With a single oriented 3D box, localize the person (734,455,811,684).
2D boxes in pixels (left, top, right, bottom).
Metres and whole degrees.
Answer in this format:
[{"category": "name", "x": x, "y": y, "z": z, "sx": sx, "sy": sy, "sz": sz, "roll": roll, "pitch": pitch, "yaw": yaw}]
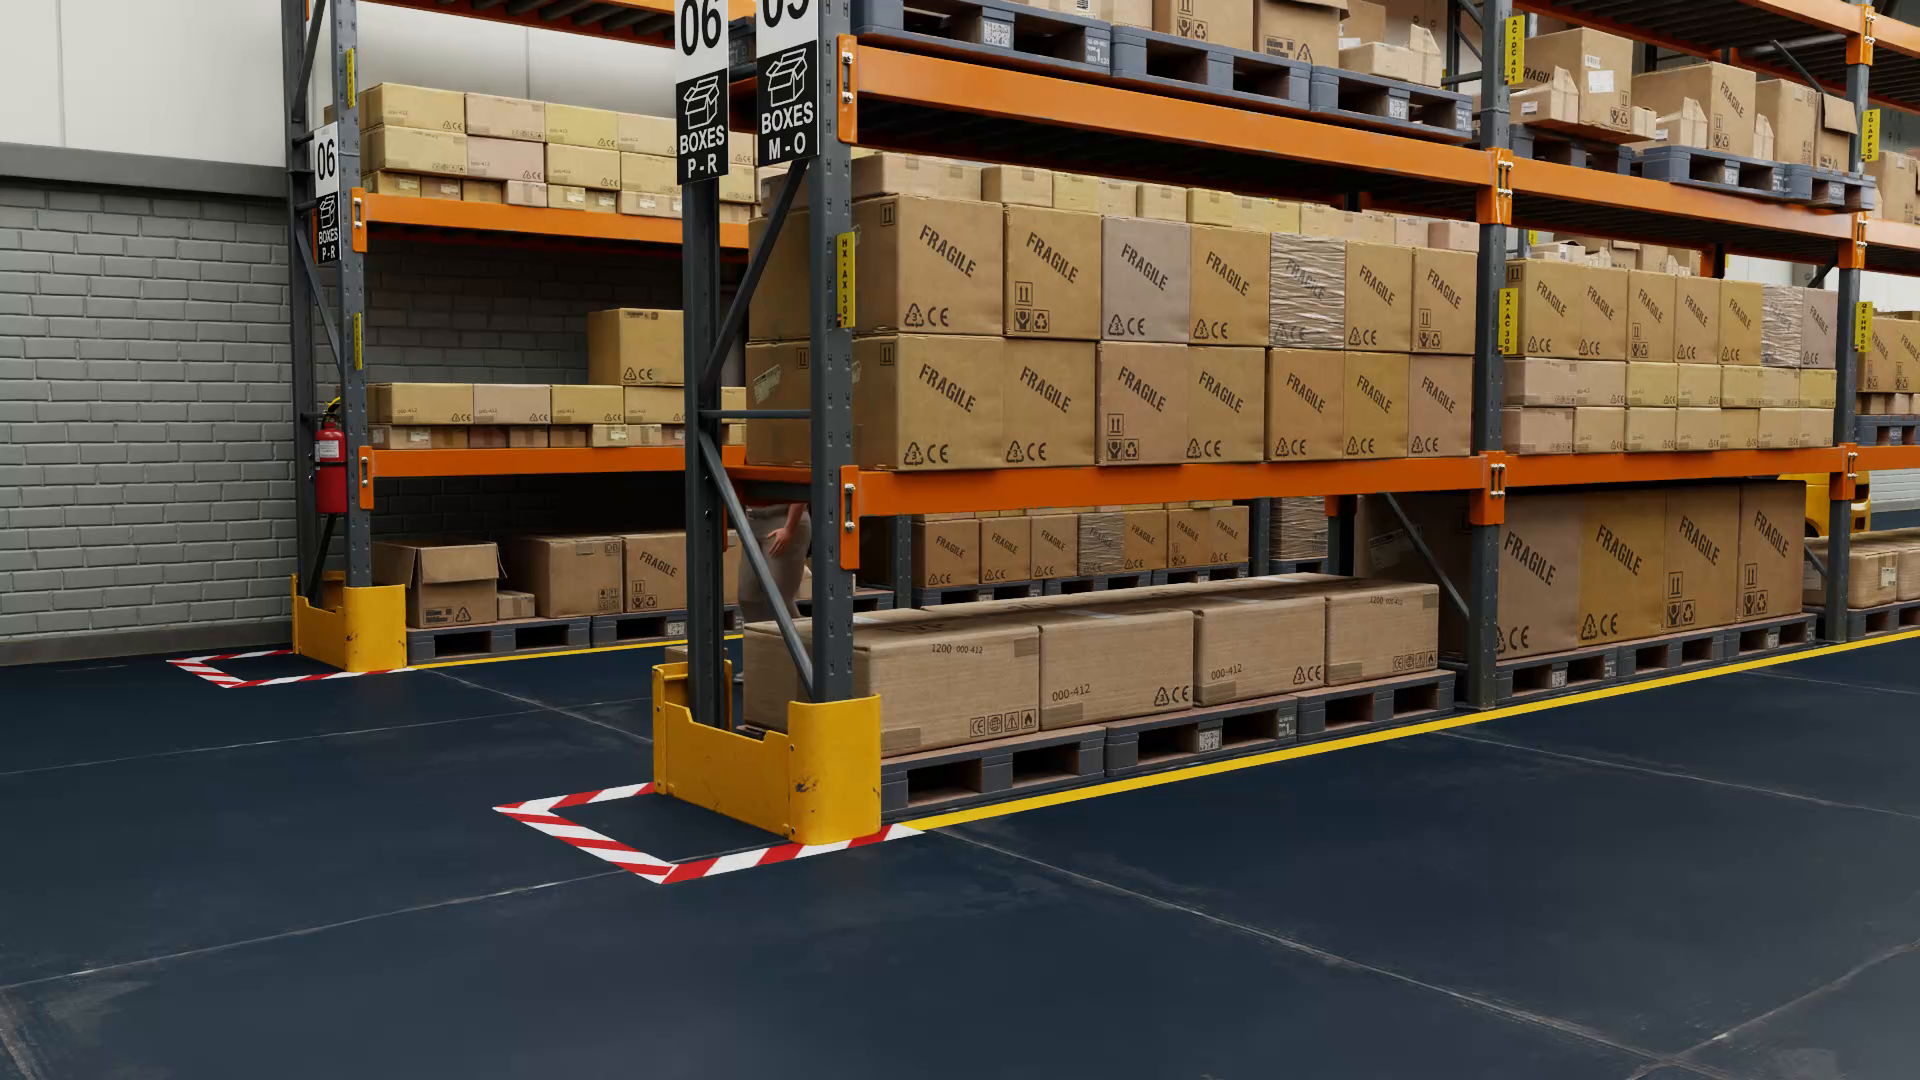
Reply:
[{"category": "person", "x": -1.019, "y": -0.032, "z": 9.268, "sx": 0.376, "sy": 1.705, "sz": 0.544, "roll": -3, "pitch": 5, "yaw": -37}]
